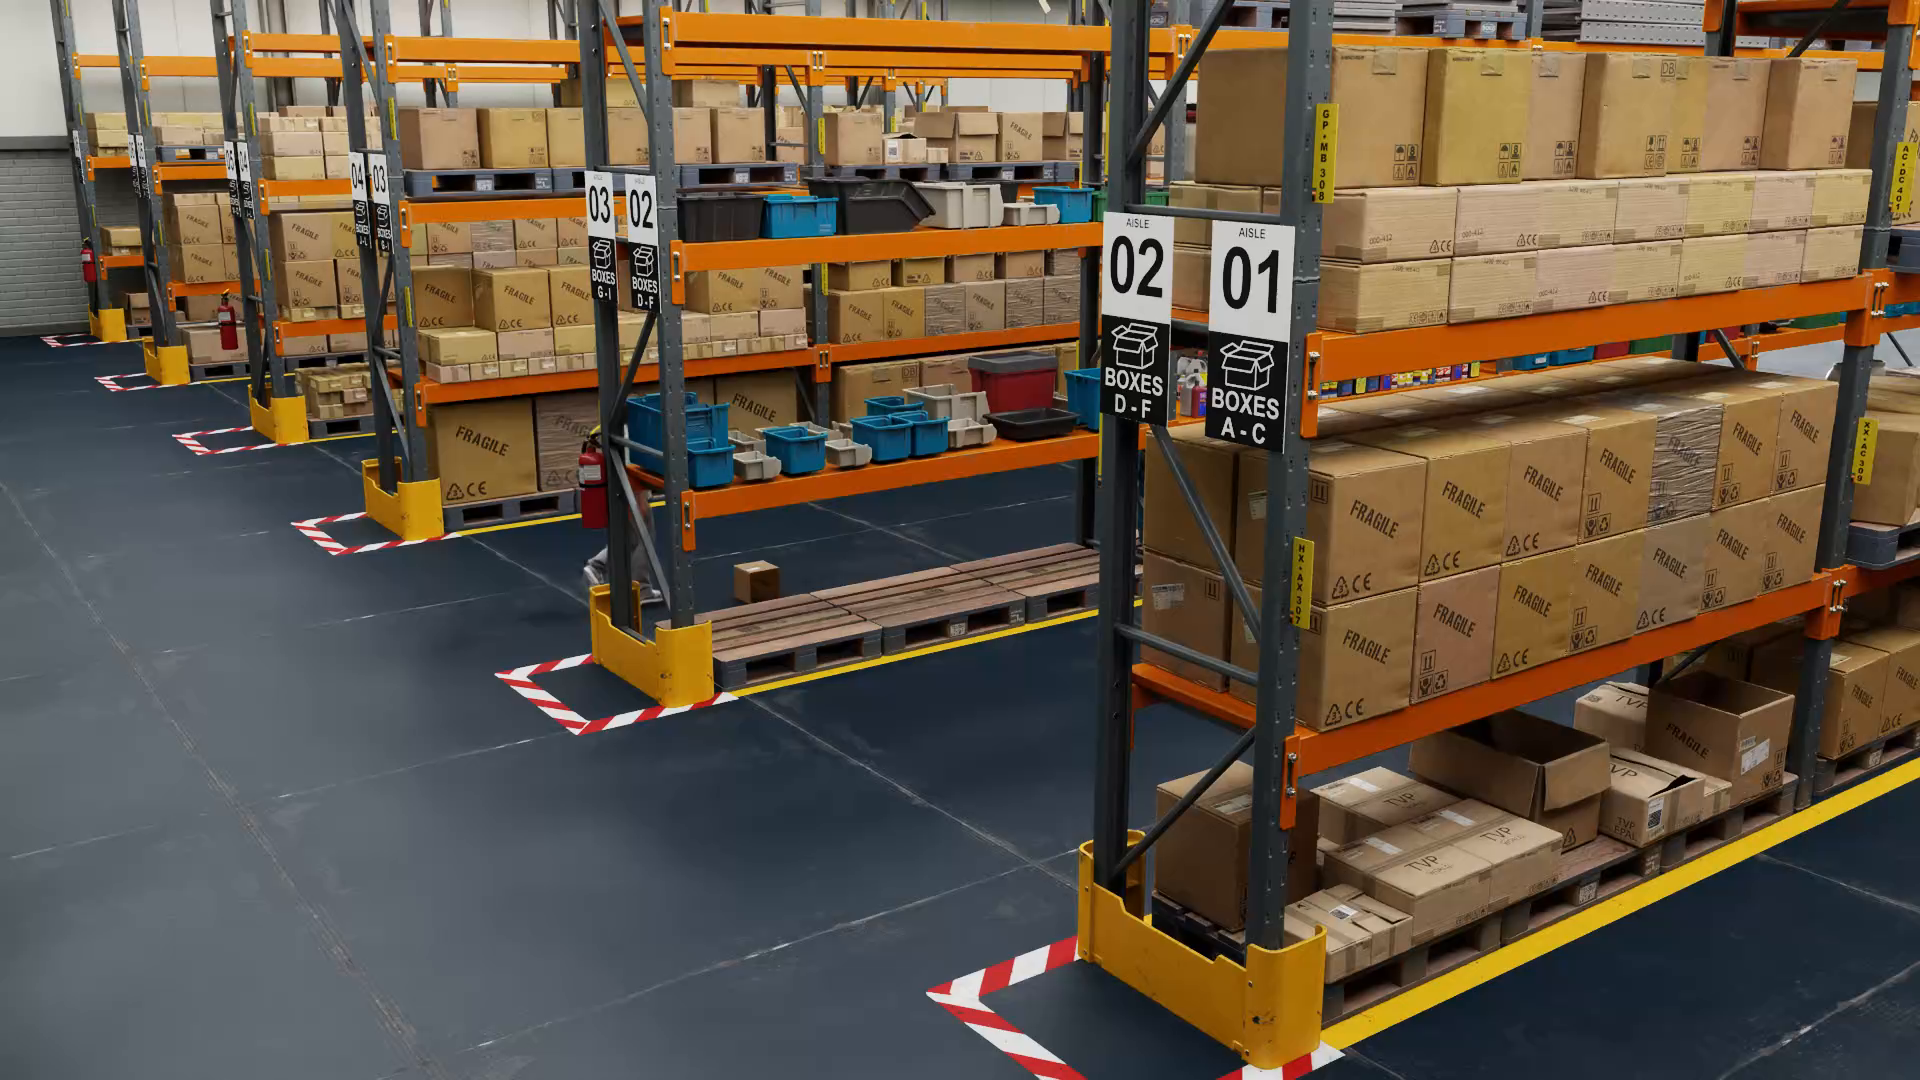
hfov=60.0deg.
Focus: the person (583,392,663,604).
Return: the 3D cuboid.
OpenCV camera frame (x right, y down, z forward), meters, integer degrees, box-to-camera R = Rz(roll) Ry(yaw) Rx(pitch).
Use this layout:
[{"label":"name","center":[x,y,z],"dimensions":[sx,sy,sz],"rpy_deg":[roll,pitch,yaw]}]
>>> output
[{"label":"person","center":[-2.440,-0.285,12.081],"dimensions":[0.604,1.562,0.446],"rpy_deg":[-8,17,-27]}]
